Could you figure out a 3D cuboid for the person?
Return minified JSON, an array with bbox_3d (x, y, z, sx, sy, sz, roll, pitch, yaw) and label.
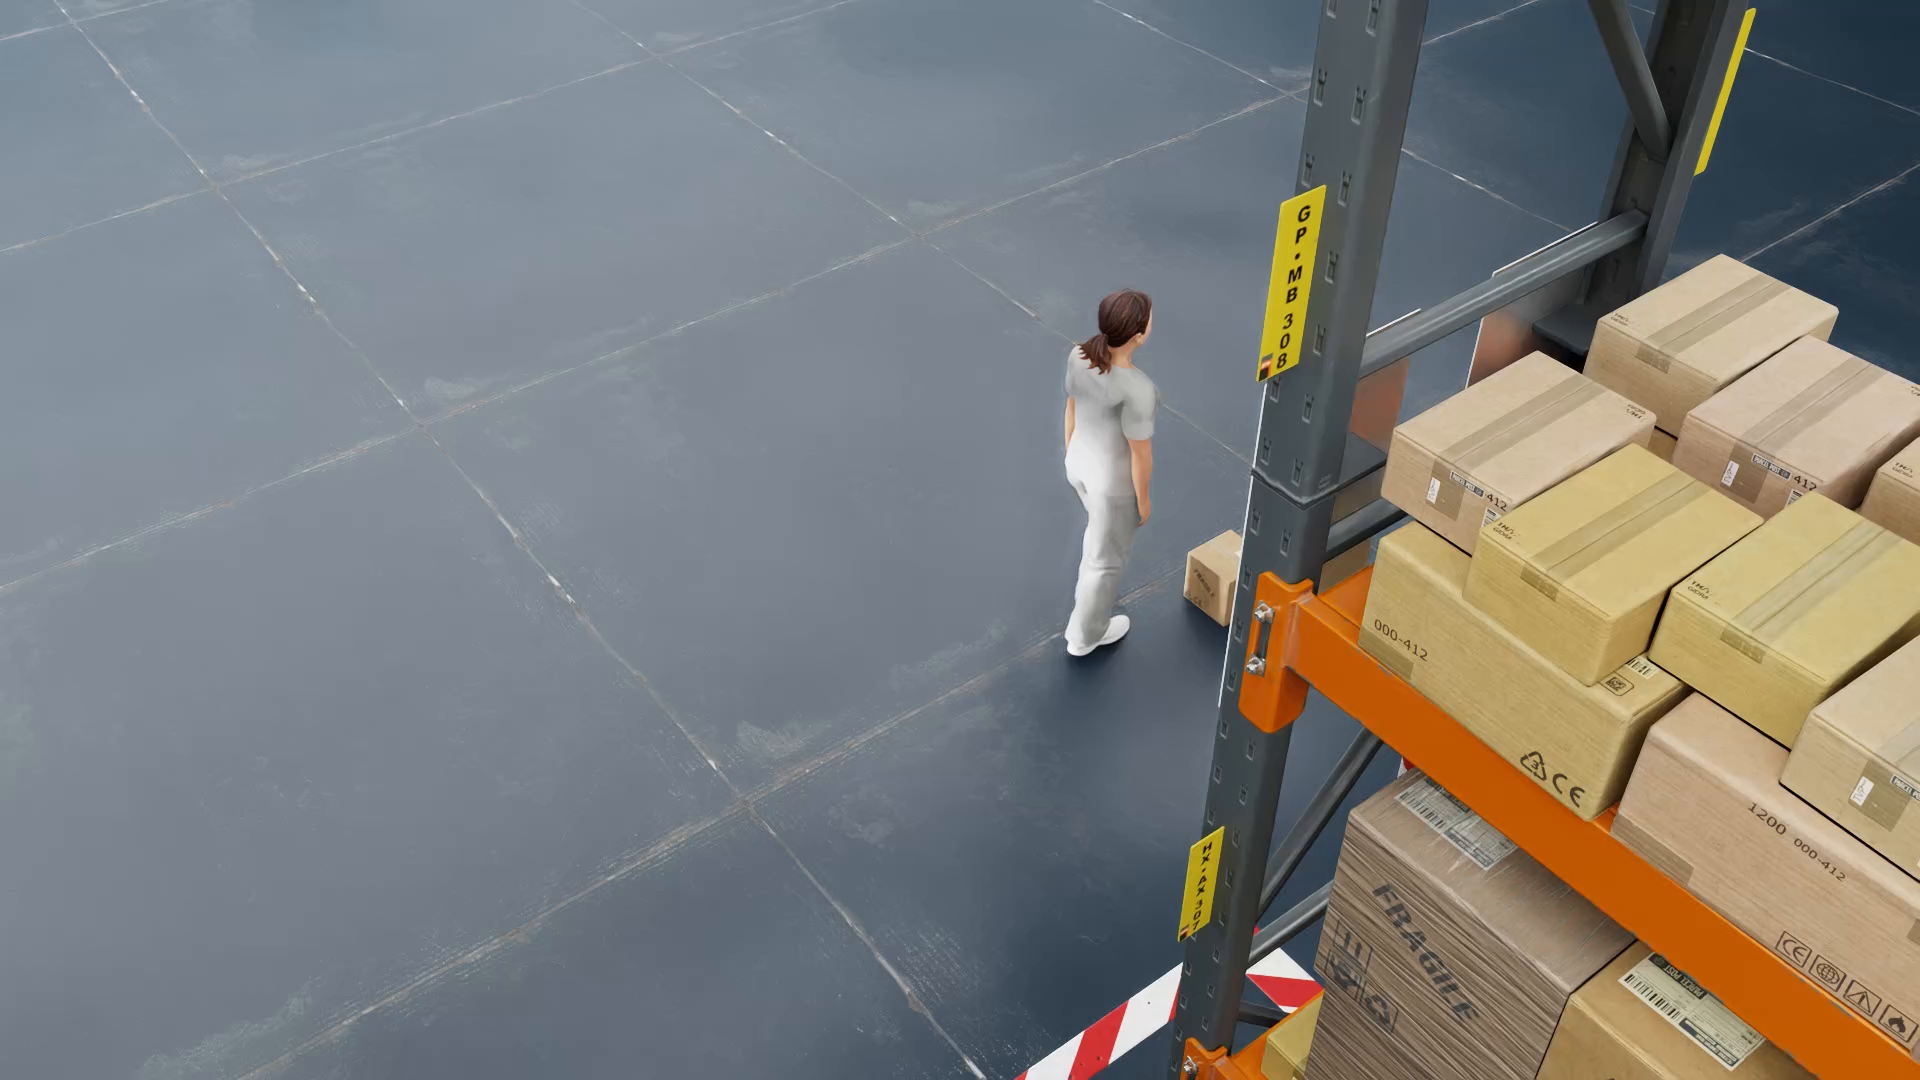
[{"bbox_3d":[0.604,-0.242,6.460,0.432,1.716,0.457,-25,46,-26],"label":"person"}]
